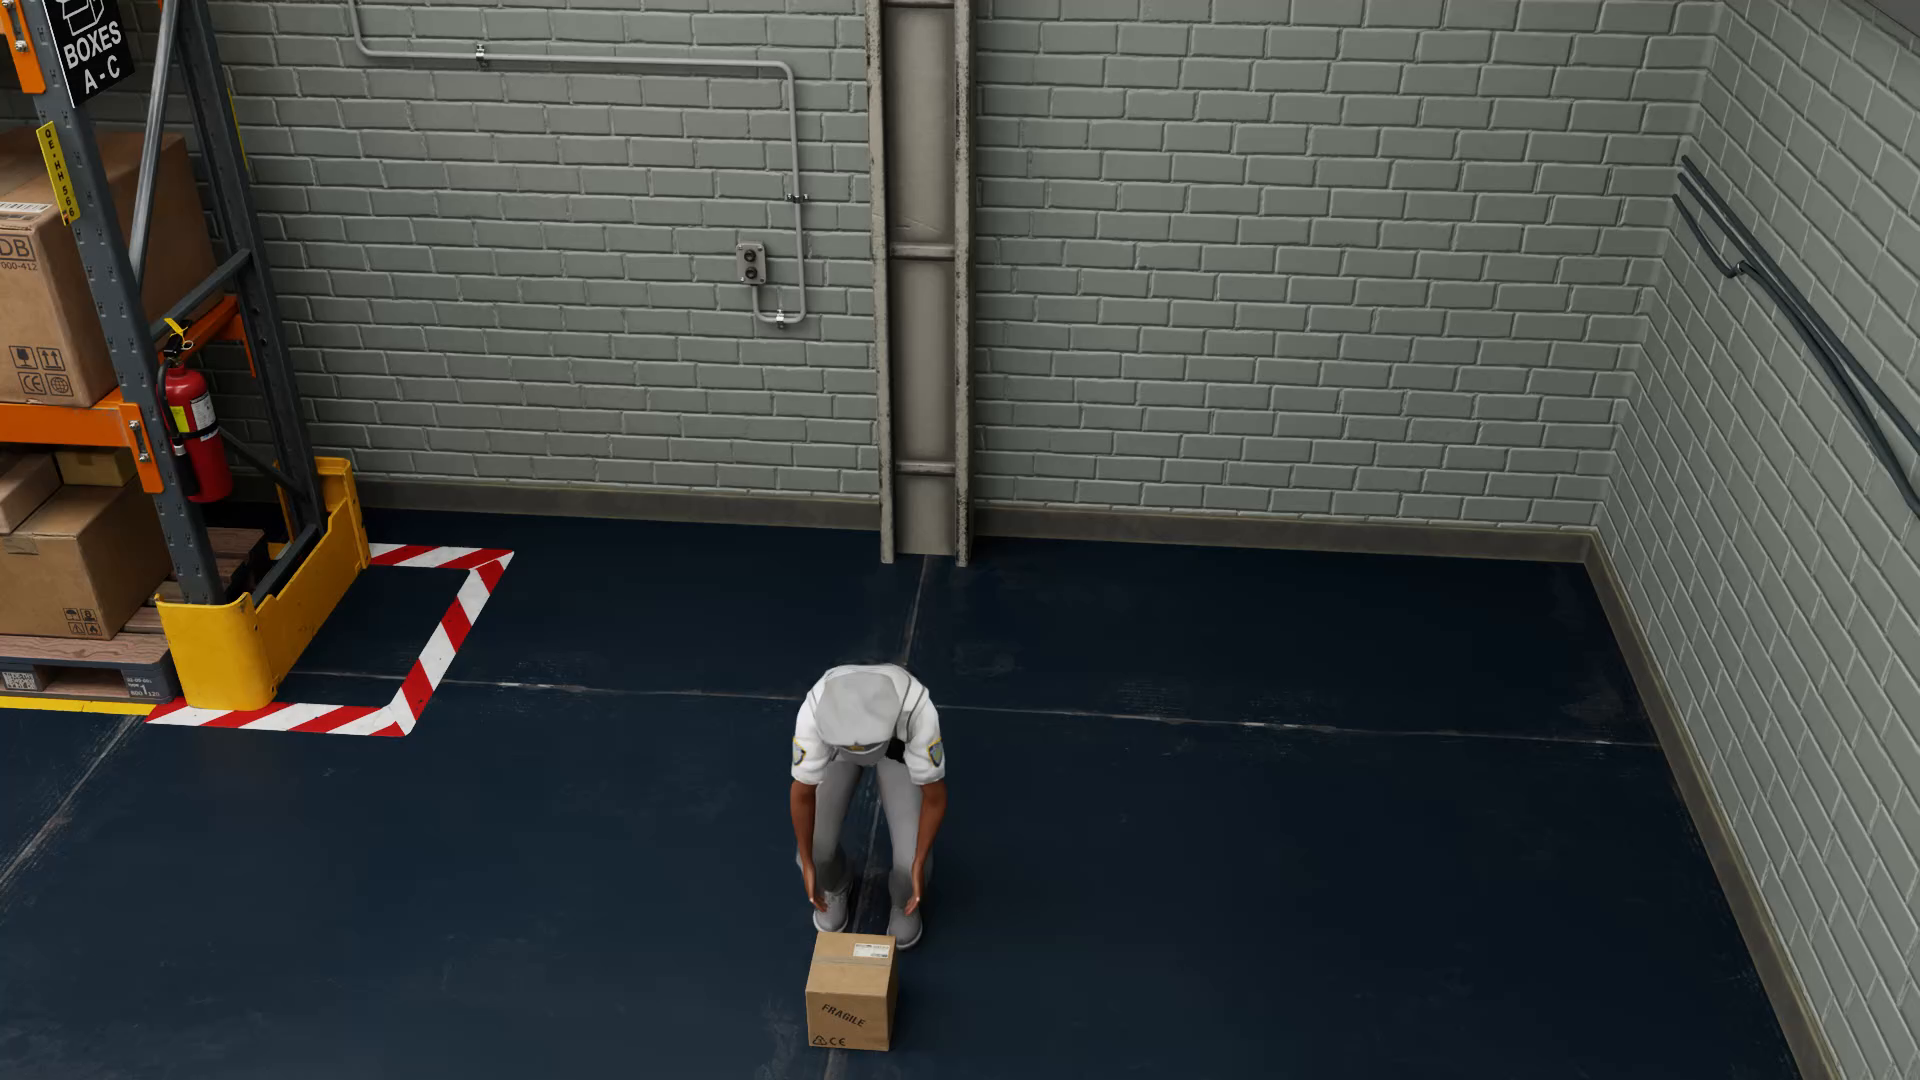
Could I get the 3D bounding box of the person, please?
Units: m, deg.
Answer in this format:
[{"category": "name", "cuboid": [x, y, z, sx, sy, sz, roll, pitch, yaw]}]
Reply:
[{"category": "person", "cuboid": [-0.276, 0.801, 5.288, 0.500, 1.217, 0.792, 3, 32, 4]}]
